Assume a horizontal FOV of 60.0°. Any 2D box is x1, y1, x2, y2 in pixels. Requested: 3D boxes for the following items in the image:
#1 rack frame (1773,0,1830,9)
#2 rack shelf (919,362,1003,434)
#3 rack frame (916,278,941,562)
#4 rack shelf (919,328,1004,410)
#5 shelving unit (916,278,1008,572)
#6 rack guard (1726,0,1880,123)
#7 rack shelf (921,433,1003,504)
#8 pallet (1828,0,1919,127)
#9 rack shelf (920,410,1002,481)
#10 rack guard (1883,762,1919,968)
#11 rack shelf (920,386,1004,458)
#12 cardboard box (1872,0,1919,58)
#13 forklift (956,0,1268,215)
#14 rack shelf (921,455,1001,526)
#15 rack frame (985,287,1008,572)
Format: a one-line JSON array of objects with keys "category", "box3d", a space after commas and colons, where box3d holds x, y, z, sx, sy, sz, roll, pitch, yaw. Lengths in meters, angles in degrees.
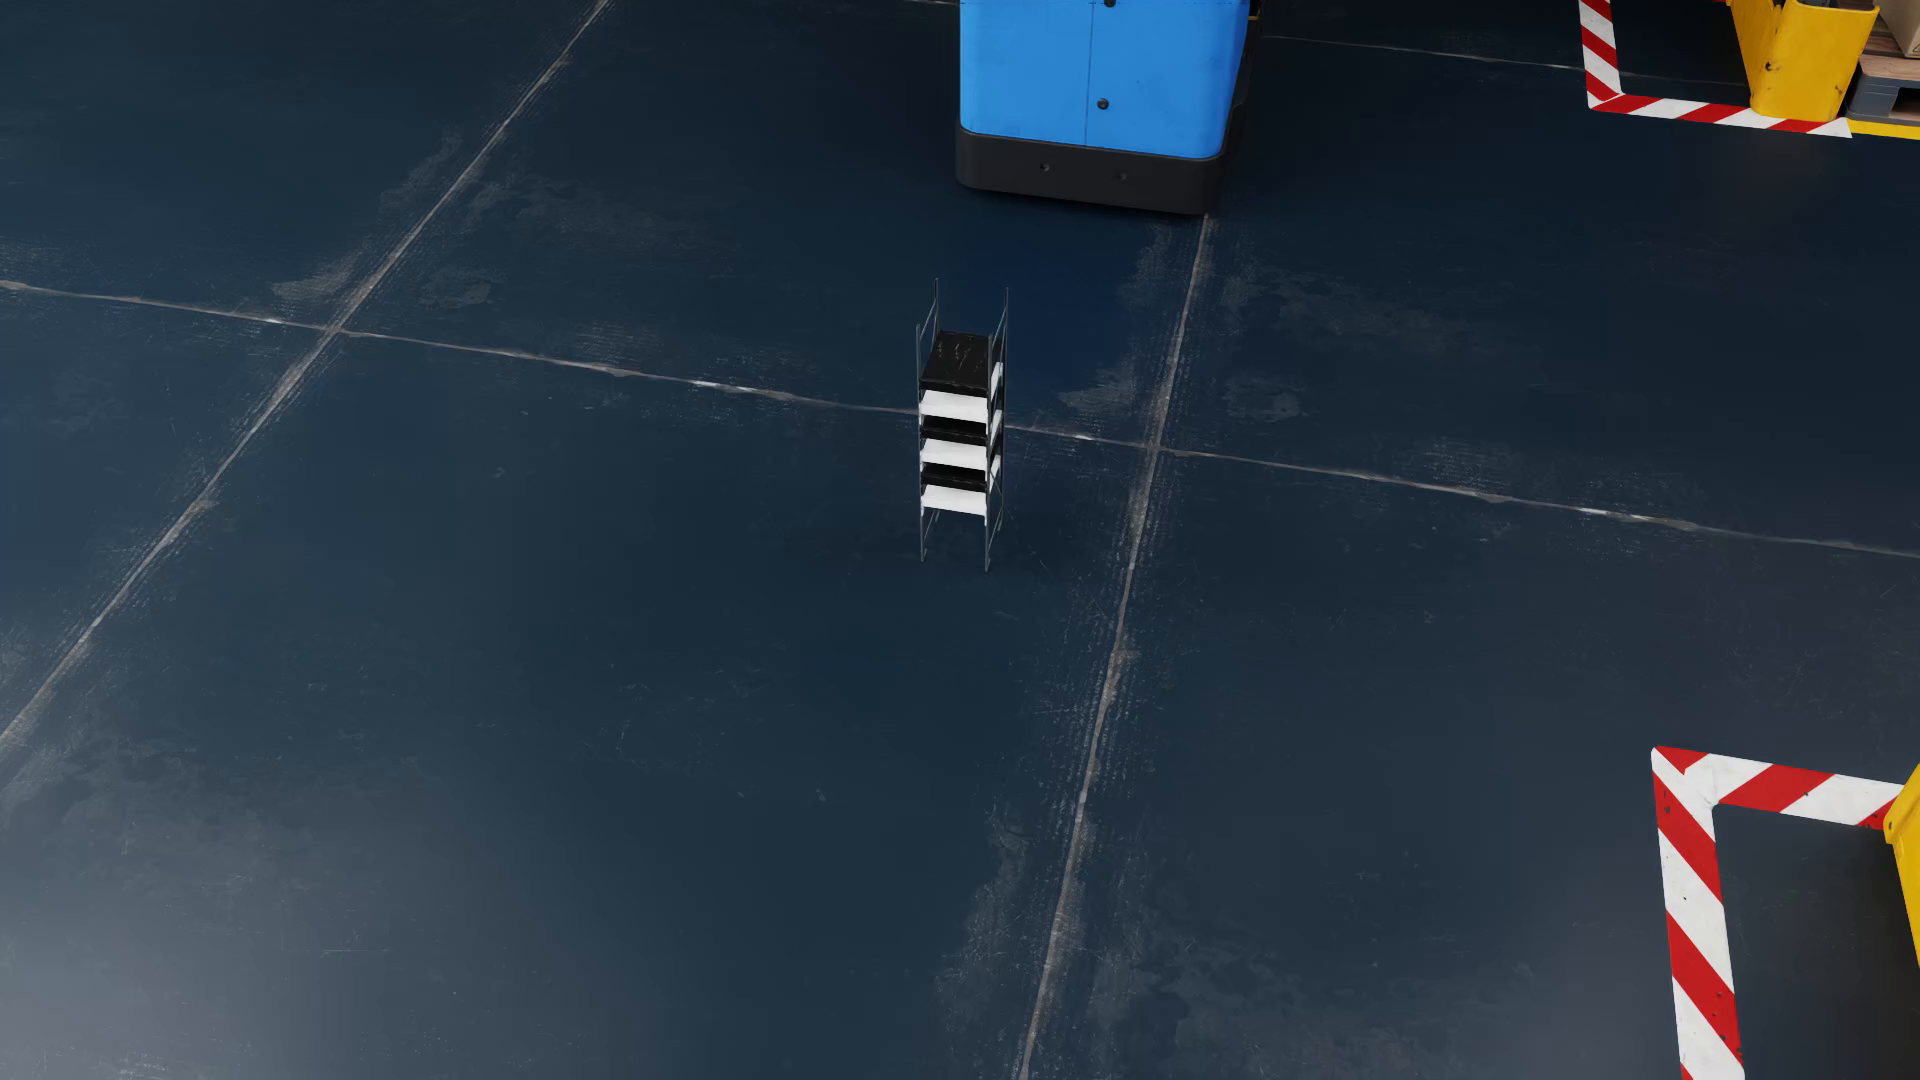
[{"category": "rack frame", "box3d": [3.630, -3.287, 6.502, 0.127, 3.000, 1.000, 9, 45, 9]}, {"category": "rack shelf", "box3d": [0.008, -0.429, 4.835, 0.200, 0.077, 0.258, 9, 45, 9]}, {"category": "rack frame", "box3d": [-0.091, -0.338, 4.953, 0.006, 0.900, 0.240, 9, 45, 9]}, {"category": "rack shelf", "box3d": [0.008, -0.493, 4.773, 0.200, 0.077, 0.258, 9, 45, 9]}, {"category": "shelving unit", "box3d": [0.008, -0.323, 4.937, 0.210, 0.900, 0.258, 9, 45, 9]}, {"category": "rack guard", "box3d": [3.704, -2.375, 7.357, 0.348, 0.500, 1.175, 9, 45, 9]}, {"category": "rack shelf", "box3d": [0.008, -0.234, 5.022, 0.200, 0.077, 0.258, 9, 45, 9]}, {"category": "pallet", "box3d": [4.489, -2.124, 7.305, 1.213, 0.211, 1.003, 9, 45, 9]}, {"category": "rack shelf", "box3d": [0.008, -0.299, 4.960, 0.200, 0.077, 0.258, 9, 45, 9]}, {"category": "rack guard", "box3d": [2.528, 0.963, 3.889, 0.348, 0.500, 1.175, 9, 45, 9]}, {"category": "rack shelf", "box3d": [0.008, -0.364, 4.897, 0.200, 0.077, 0.258, 9, 45, 9]}, {"category": "cardboard box", "box3d": [4.285, -2.311, 7.110, 0.500, 0.311, 0.500, 4, 44, 4]}, {"category": "forklift", "box3d": [0.812, -3.356, 6.623, 1.130, 2.935, 3.031, 9, 45, 9]}, {"category": "rack shelf", "box3d": [0.008, -0.169, 5.085, 0.200, 0.077, 0.258, 9, 45, 9]}, {"category": "rack frame", "box3d": [0.107, -0.308, 4.921, 0.006, 0.900, 0.240, 9, 45, 9]}]
